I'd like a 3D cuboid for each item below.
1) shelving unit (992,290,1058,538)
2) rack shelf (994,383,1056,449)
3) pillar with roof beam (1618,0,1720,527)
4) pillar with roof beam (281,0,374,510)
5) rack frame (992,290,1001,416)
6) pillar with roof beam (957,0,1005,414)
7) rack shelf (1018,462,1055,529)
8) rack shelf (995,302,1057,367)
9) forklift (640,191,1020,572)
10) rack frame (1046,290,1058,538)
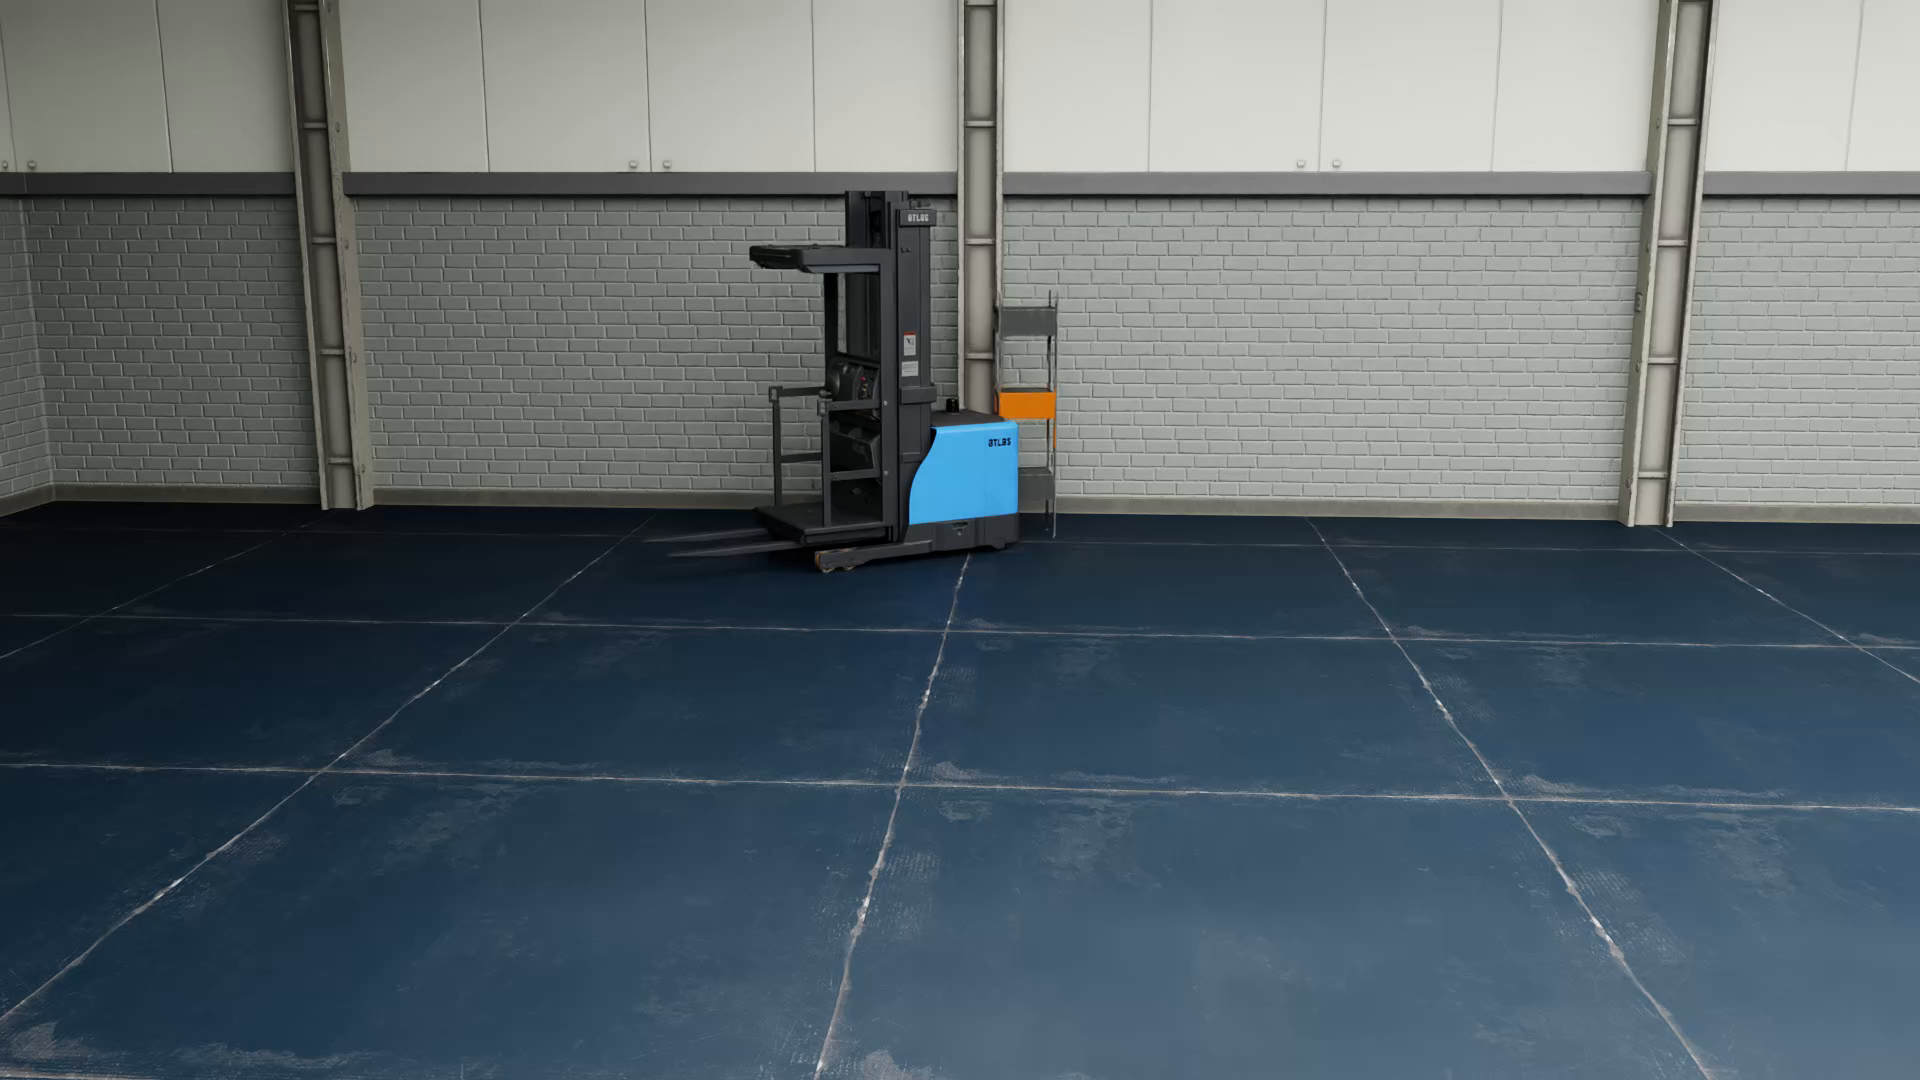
[{"bbox_3d":[0.552,-1.082,14.311,0.503,2.100,0.431,-1,12,-6],"label":"shelving unit"},{"bbox_3d":[0.552,-1.068,14.314,0.480,0.518,0.431,-1,12,-6],"label":"rack shelf"},{"bbox_3d":[5.884,-3.677,9.867,0.400,9.000,9.100,1,12,4],"label":"pillar with roof beam"},{"bbox_3d":[-6.089,-3.841,10.652,0.400,9.000,9.100,1,12,4],"label":"pillar with roof beam"},{"bbox_3d":[0.309,-1.076,14.285,0.015,2.100,0.400,-1,12,-6],"label":"rack frame"},{"bbox_3d":[-0.103,-3.759,10.259,0.400,9.000,9.100,1,12,4],"label":"pillar with roof beam"},{"bbox_3d":[0.552,-0.383,14.457,0.480,0.518,0.431,-1,12,-6],"label":"rack shelf"},{"bbox_3d":[0.552,-1.754,14.171,0.480,0.518,0.431,-1,12,-6],"label":"rack shelf"},{"bbox_3d":[-1.047,-1.303,13.339,3.031,2.935,1.130,-6,13,-28],"label":"forklift"},{"bbox_3d":[0.794,-1.087,14.337,0.015,2.100,0.400,-1,12,-6],"label":"rack frame"}]
